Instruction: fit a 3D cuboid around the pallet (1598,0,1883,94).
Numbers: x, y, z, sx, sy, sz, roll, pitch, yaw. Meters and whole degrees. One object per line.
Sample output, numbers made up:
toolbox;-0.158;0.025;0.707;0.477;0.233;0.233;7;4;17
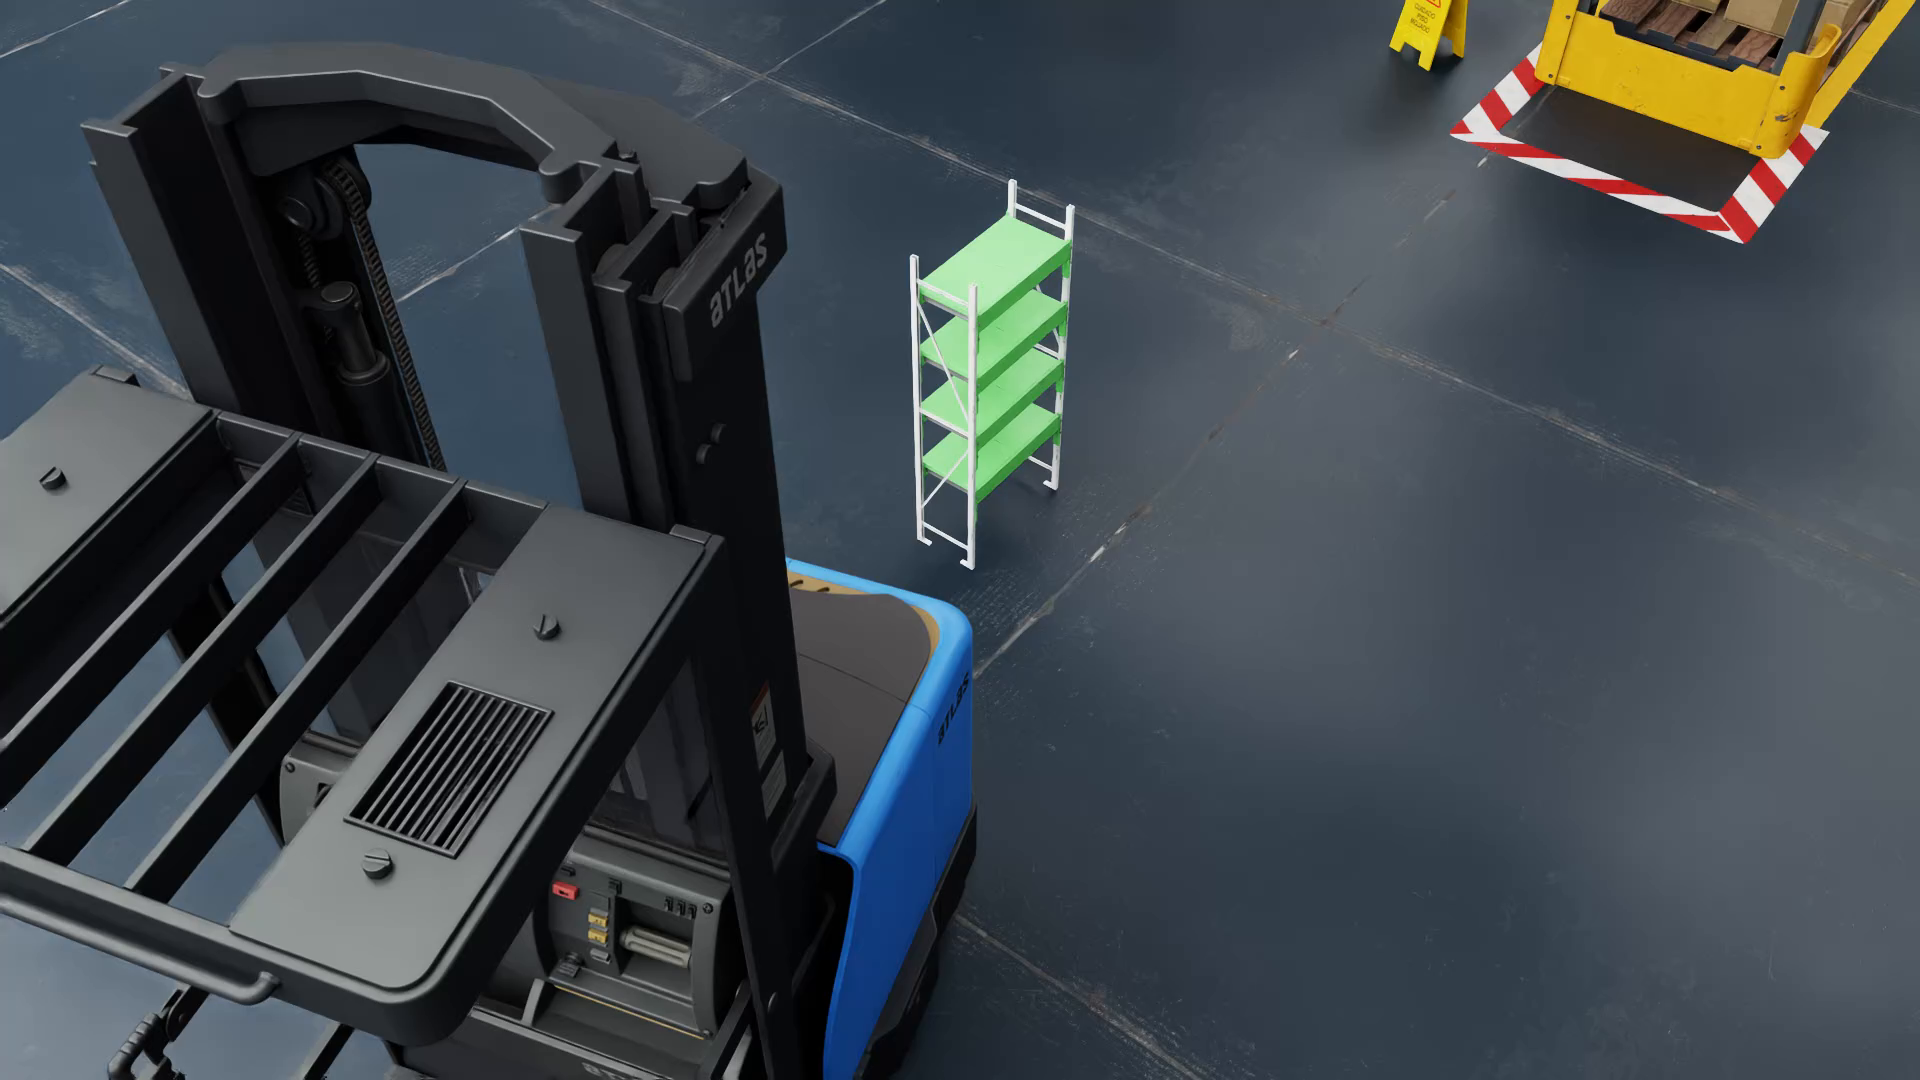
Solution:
pallet;3.775;-2.546;8.036;1.003;0.211;1.213;29;53;25

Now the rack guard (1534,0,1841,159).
rack guard;3.250;-2.196;7.502;1.175;0.500;0.348;29;53;25

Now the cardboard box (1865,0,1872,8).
cardboard box;4.234;-2.840;7.999;0.500;0.250;0.500;31;54;26

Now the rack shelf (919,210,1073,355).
rack shelf;0.101;-0.797;5.106;0.258;0.148;0.480;29;53;25

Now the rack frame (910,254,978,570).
rack frame;-0.048;-0.370;5.273;0.240;1.200;0.015;29;53;25

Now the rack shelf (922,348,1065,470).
rack shelf;0.101;-0.465;5.453;0.258;0.148;0.480;29;53;25

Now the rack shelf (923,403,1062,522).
rack shelf;0.101;-0.299;5.626;0.258;0.148;0.480;29;53;25

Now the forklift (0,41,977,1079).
forklift;-0.941;0.777;2.981;1.130;2.935;3.031;15;48;14

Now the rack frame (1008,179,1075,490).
rack frame;0.250;-0.649;5.540;0.240;1.200;0.015;29;53;25

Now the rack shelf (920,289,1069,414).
rack shelf;0.101;-0.631;5.279;0.258;0.148;0.480;29;53;25

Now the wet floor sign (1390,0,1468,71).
wet floor sign;2.241;-2.567;7.756;0.232;0.644;0.267;-25;51;-22

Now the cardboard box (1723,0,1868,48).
cardboard box;3.916;-2.551;7.723;0.500;0.250;0.500;29;53;25

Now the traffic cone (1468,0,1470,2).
traffic cone;2.446;-2.956;8.254;0.336;0.463;0.334;29;53;25

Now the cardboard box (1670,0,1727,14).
cardboard box;3.500;-2.807;7.968;0.500;0.250;0.500;29;53;25

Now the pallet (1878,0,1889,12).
pallet;4.521;-3.241;8.700;1.003;0.211;1.213;29;53;25

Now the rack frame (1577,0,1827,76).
rack frame;3.204;-3.016;6.557;1.000;3.000;0.127;29;53;25

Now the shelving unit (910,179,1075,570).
shelving unit;0.101;-0.509;5.407;0.258;1.200;0.503;29;53;25
